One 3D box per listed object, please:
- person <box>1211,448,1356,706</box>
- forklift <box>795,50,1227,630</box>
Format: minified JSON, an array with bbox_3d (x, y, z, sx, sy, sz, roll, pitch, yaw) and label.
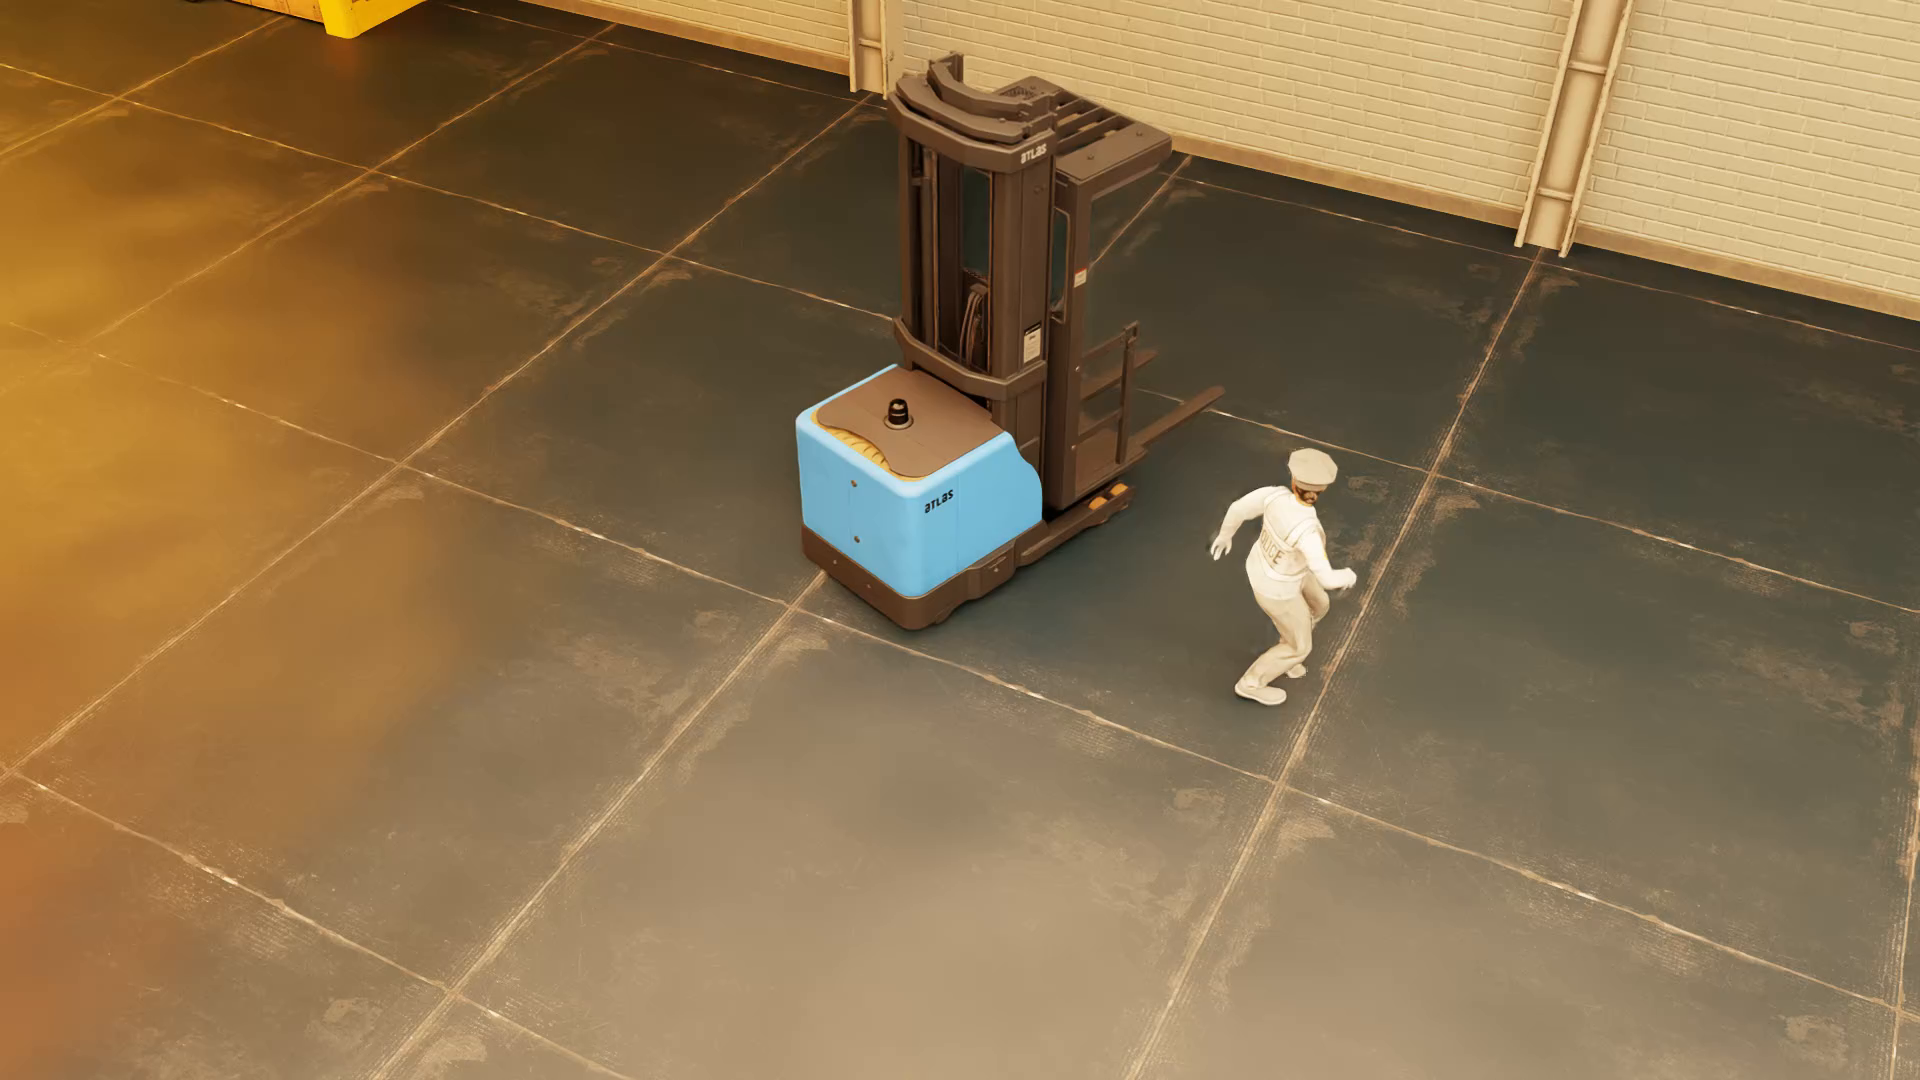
[{"bbox_3d":[1.717,0.228,8.786,0.710,1.646,0.613,-2,40,-2],"label":"person"},{"bbox_3d":[0.461,-1.441,9.697,3.031,2.935,1.130,-32,49,-32],"label":"forklift"}]
